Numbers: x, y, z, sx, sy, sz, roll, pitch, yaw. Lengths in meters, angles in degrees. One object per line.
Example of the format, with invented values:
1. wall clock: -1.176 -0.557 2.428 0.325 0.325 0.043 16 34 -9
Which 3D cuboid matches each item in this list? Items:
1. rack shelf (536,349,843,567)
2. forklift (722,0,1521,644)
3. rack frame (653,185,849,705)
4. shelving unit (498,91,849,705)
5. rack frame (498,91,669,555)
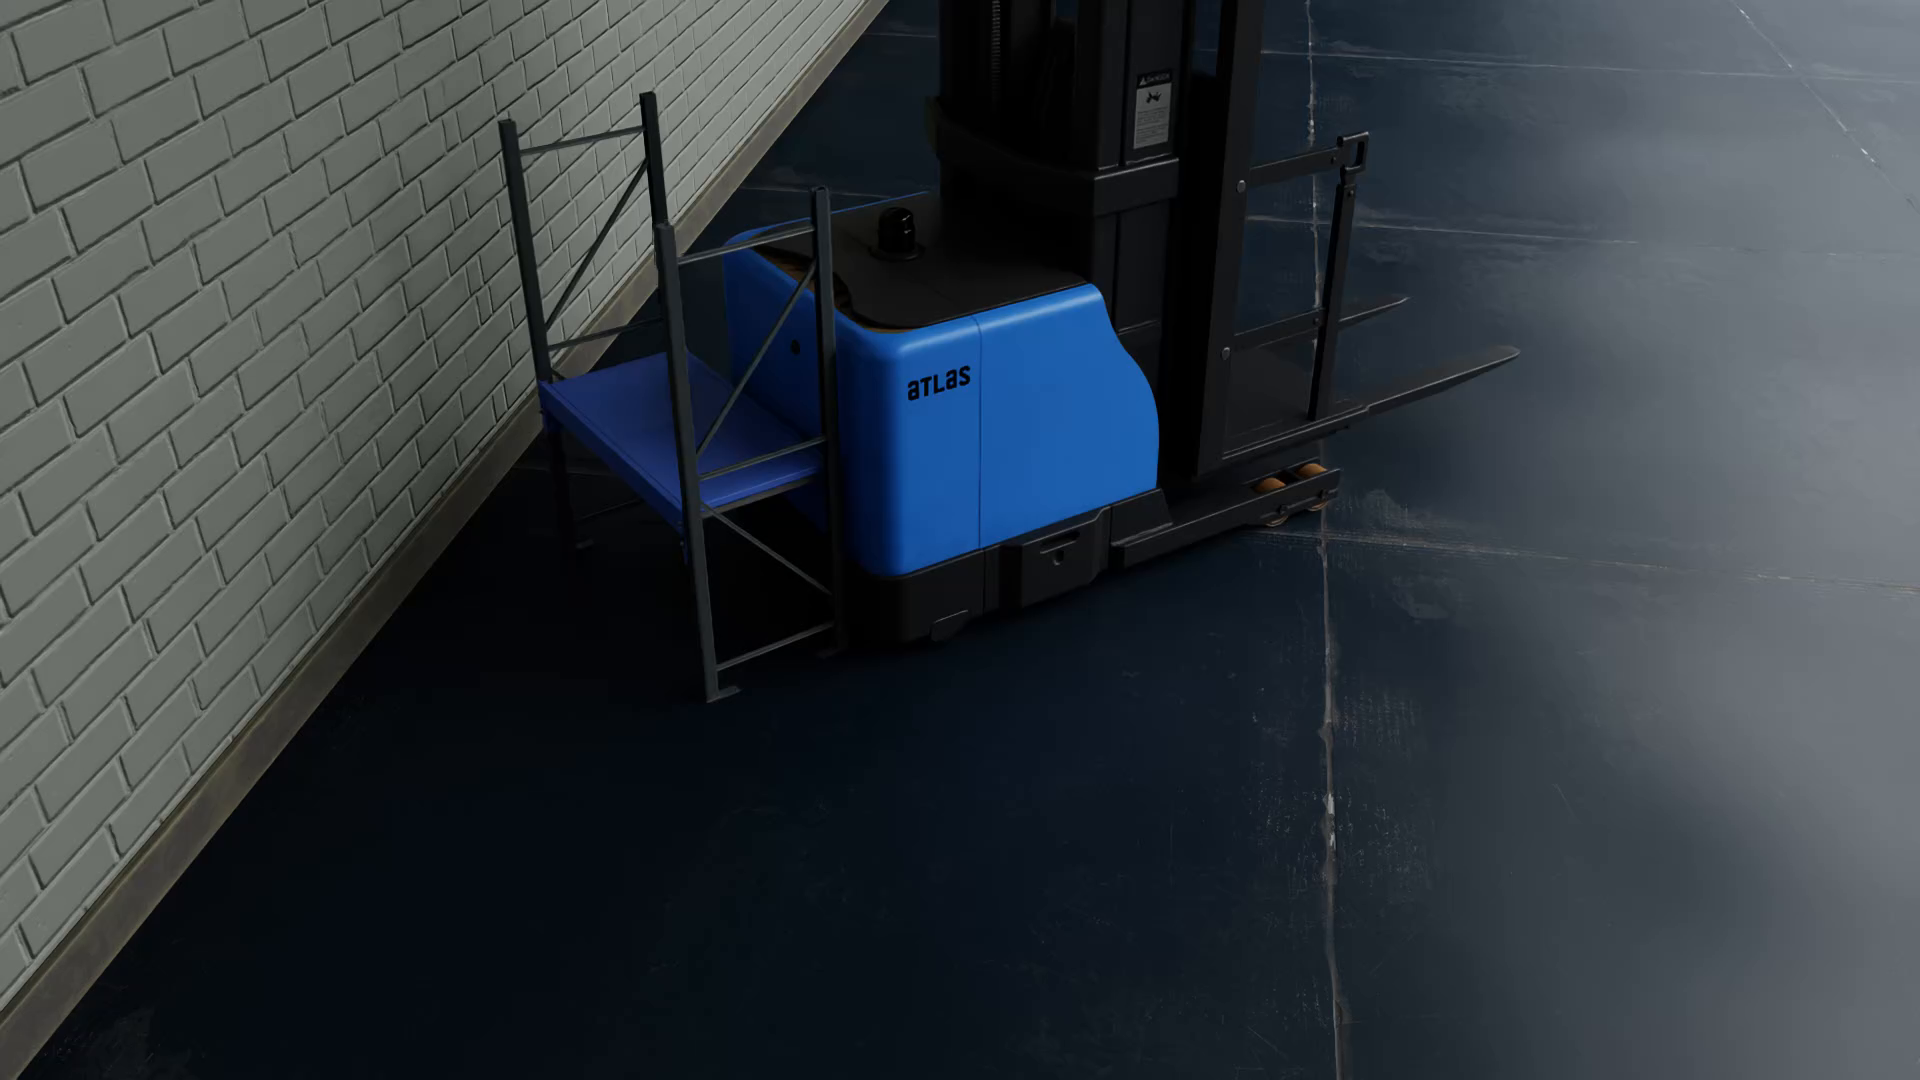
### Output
1. rack shelf: -0.854 -0.295 5.147 0.538 0.185 1.000 -21 37 -29
2. forklift: 0.746 -1.507 5.394 3.031 2.935 1.130 -19 37 -27
3. rack frame: -0.560 -0.228 4.700 0.500 1.500 0.032 -21 37 -29
4. shelving unit: -0.854 -0.448 5.052 0.538 1.500 1.048 -21 37 -29
5. rack frame: -1.148 -0.668 5.403 0.500 1.500 0.032 -21 37 -29
